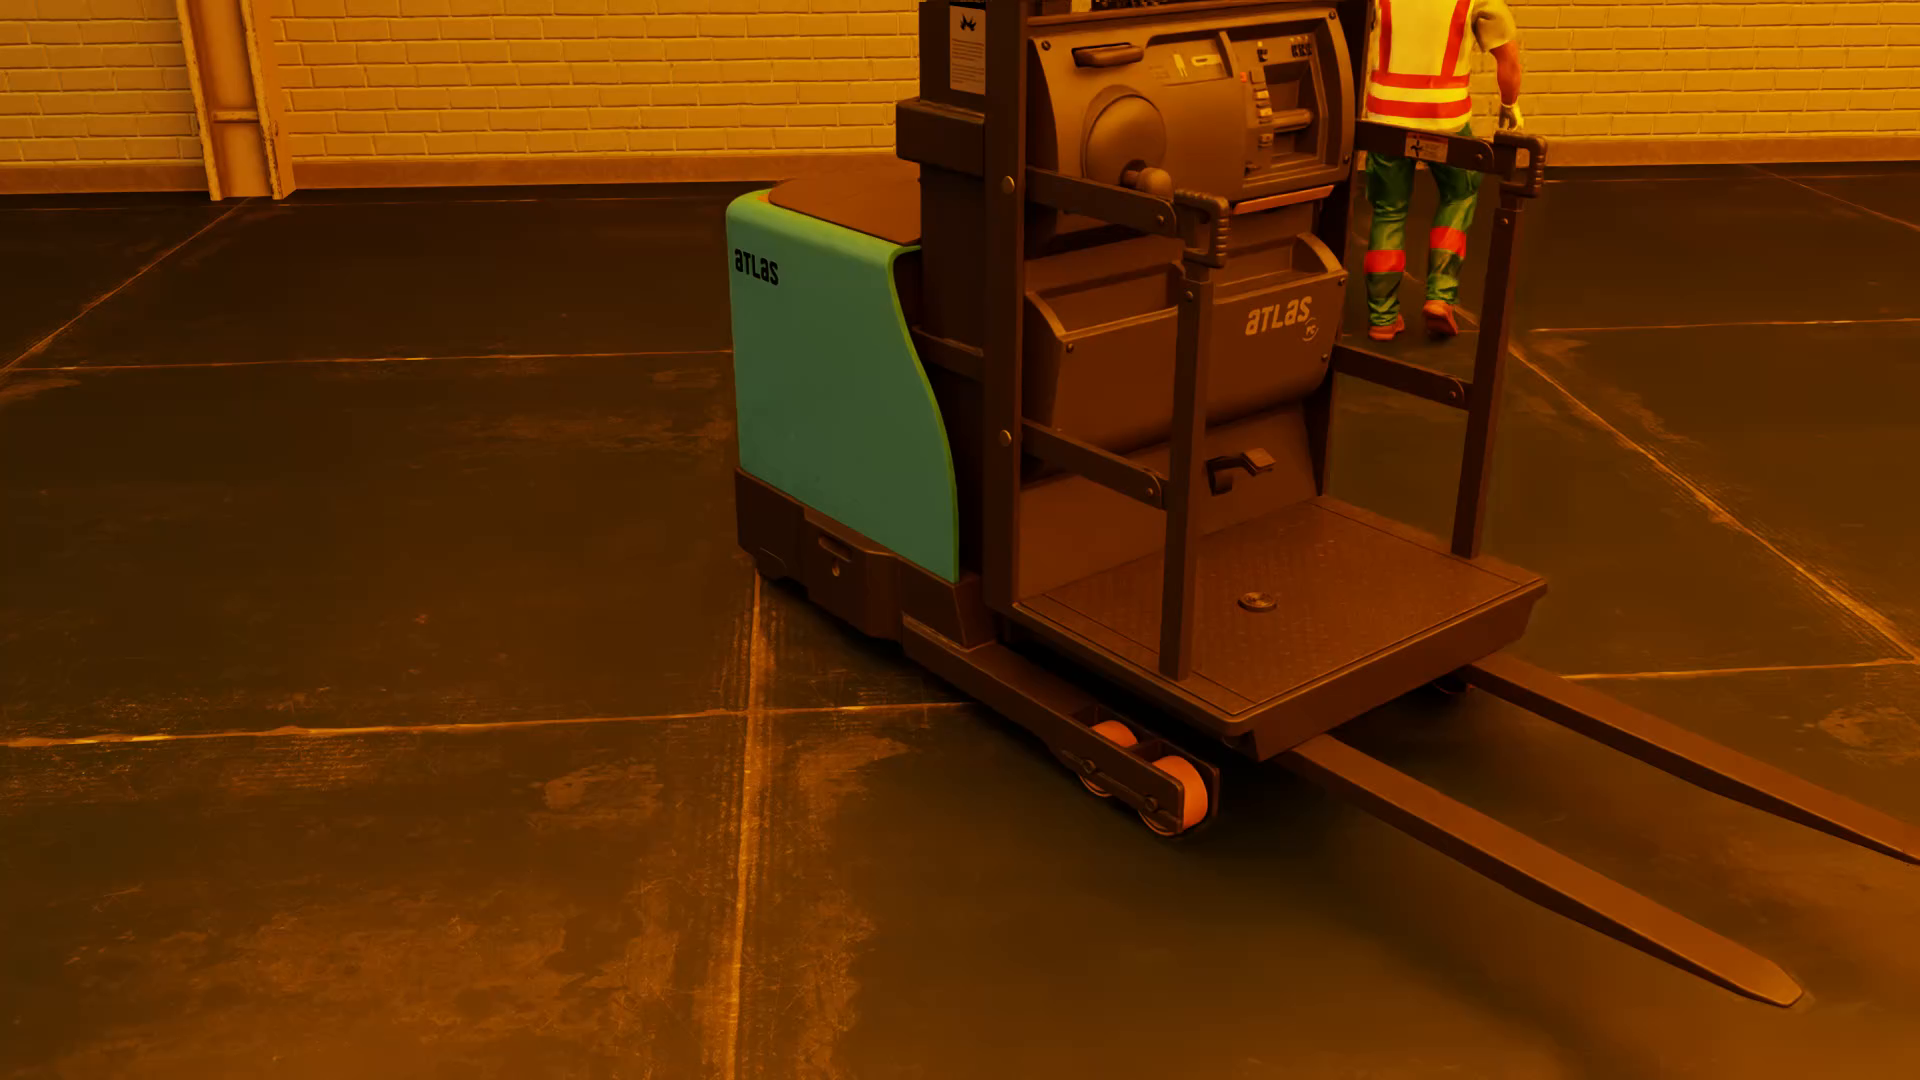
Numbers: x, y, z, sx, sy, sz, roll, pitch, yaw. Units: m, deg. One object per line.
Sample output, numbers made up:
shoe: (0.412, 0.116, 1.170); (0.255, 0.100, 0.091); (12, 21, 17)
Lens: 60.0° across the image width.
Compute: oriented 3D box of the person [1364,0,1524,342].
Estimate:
person: (1.795, -1.669, 6.653); (0.844, 1.773, 0.483); (12, 26, 25)

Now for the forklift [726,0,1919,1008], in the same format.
forklift: (0.667, -0.938, 3.485); (1.130, 2.935, 3.031); (-18, 29, -35)
